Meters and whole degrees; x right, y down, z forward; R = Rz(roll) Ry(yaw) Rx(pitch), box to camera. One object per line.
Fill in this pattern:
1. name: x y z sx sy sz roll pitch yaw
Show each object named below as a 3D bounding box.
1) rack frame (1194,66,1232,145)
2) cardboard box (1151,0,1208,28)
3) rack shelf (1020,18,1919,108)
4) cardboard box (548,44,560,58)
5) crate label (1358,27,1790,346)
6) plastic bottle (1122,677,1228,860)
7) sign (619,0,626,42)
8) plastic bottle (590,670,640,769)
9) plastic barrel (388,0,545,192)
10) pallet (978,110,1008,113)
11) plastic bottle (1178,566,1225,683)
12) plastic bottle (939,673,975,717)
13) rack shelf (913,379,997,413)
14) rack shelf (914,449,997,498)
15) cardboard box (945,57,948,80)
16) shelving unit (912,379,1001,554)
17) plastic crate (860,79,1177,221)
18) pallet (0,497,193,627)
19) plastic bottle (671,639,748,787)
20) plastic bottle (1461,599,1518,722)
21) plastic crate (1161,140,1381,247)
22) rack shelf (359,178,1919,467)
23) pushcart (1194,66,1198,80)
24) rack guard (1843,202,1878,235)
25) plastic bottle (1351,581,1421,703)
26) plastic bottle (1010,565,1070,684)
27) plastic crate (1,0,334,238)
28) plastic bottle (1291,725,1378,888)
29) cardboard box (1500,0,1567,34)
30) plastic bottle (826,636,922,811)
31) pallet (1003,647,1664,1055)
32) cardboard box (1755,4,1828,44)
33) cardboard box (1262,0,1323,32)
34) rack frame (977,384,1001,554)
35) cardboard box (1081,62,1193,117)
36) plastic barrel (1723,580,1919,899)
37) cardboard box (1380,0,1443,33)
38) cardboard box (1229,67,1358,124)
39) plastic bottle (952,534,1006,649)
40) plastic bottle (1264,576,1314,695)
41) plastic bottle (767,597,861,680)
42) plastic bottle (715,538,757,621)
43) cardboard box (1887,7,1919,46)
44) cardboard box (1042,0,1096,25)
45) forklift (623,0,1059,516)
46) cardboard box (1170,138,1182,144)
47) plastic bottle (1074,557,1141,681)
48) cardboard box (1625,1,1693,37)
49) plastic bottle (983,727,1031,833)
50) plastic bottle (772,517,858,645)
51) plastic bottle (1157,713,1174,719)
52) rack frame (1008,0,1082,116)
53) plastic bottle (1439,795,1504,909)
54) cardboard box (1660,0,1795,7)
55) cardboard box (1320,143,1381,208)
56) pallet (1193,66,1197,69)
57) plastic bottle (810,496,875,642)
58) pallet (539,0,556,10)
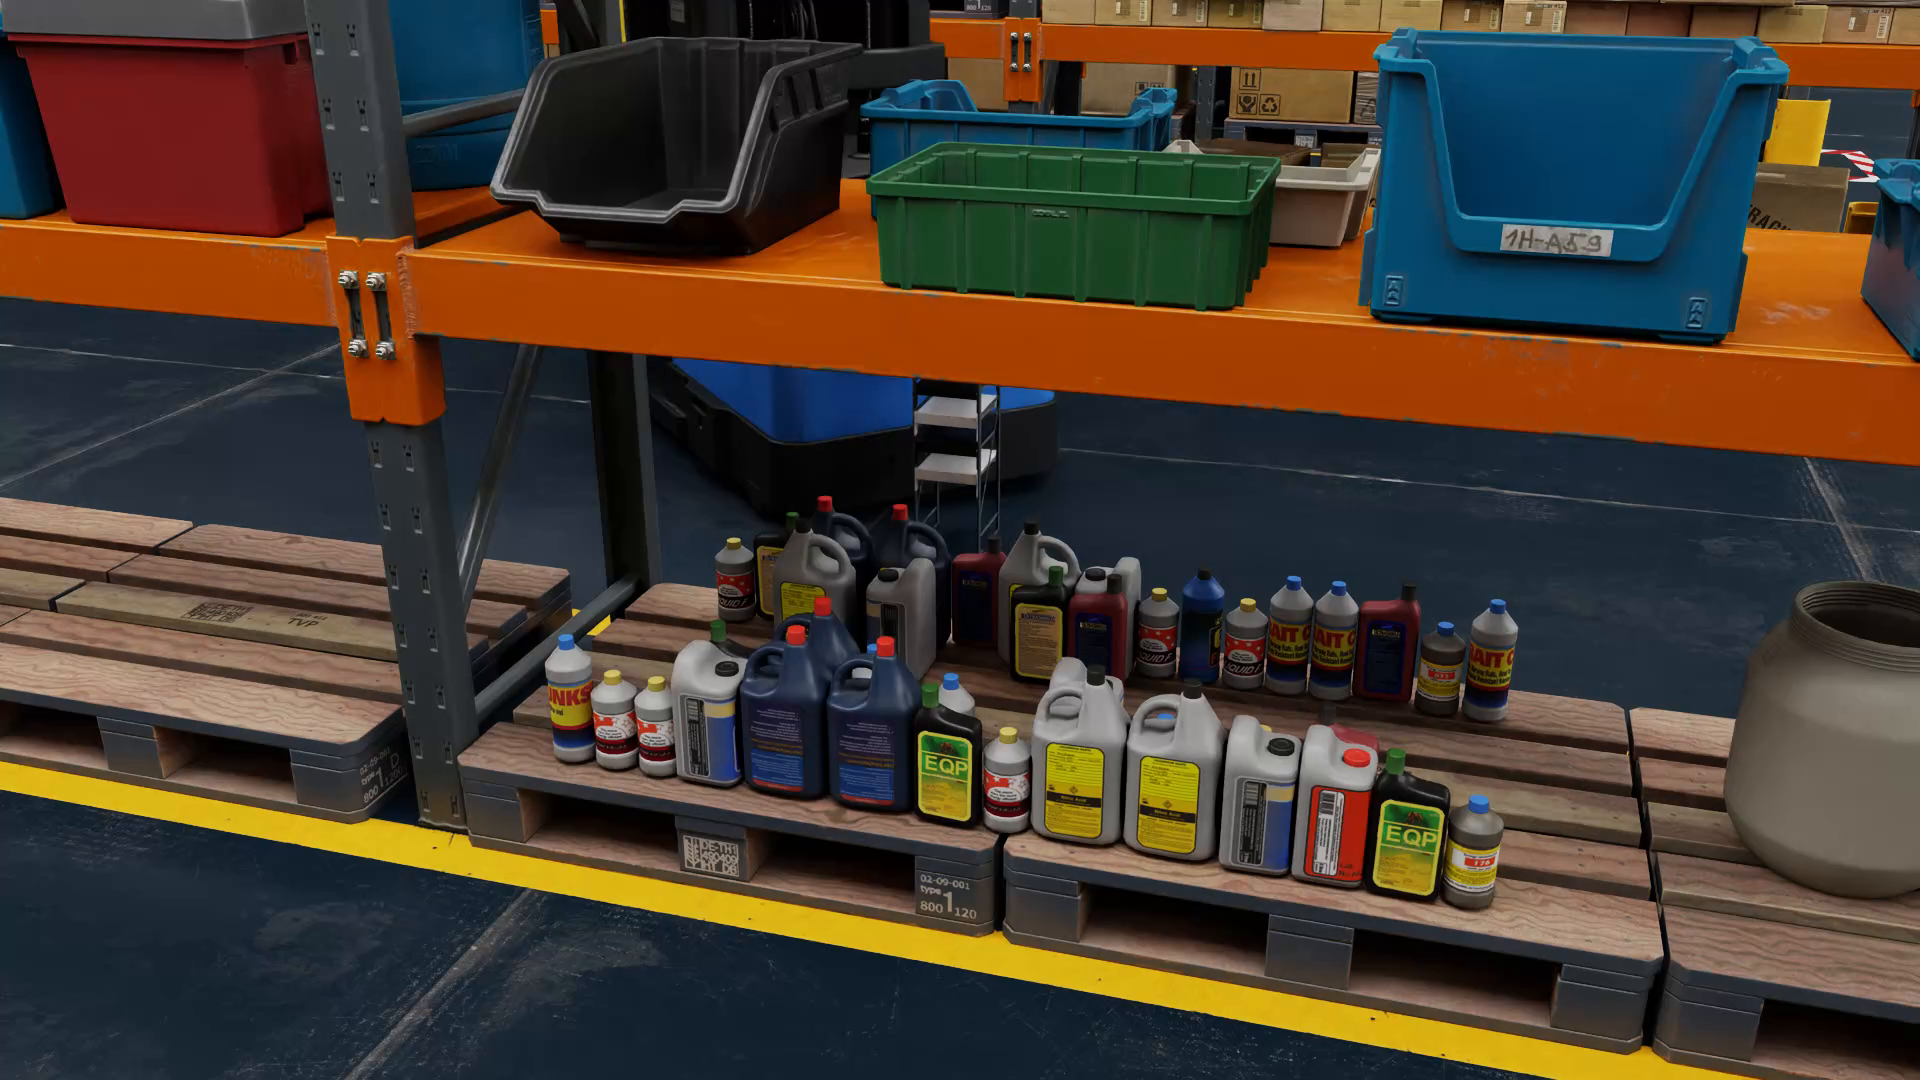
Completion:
1. rack frame: 1.957 -4.515 12.324 0.127 3.000 1.000 7 23 16
2. cardboard box: 1.029 -2.425 7.560 0.250 0.149 0.380 7 23 16
3. rack shelf: 2.342 -2.172 7.559 4.000 0.370 1.077 7 23 16
4. cardboard box: -3.074 -4.026 13.874 0.500 0.500 0.500 8 23 18
5. crate label: 0.986 -0.605 2.747 0.616 0.435 0.502 7 23 16
6. plastic bottle: 0.415 0.425 3.192 0.185 0.351 0.144 8 23 18
7. sign: -0.834 -1.251 4.002 0.005 0.325 0.100 7 23 16
8. plastic bottle: -0.728 0.372 3.517 0.097 0.201 0.097 0 22 0
9. plastic barrel: -1.286 -1.308 3.847 0.708 0.901 0.600 7 23 16
10. pallet: 0.024 -3.415 13.317 1.213 0.211 1.003 7 23 16
11. plastic bottle: 0.562 0.190 3.869 0.097 0.271 0.097 0 22 0
12. plastic bottle: -0.018 0.397 3.365 0.097 0.271 0.097 0 22 0
13. rack shelf: -0.008 -0.470 5.080 0.200 0.077 0.258 7 23 16
14. rack shelf: -0.008 -0.220 5.182 0.200 0.077 0.258 7 23 16
15. cardboard box: -0.478 -3.912 13.267 0.750 0.750 1.050 7 23 16
16. shelving unit: -0.008 -0.417 5.101 0.210 0.900 0.258 7 23 16
17. plastic crate: 0.135 -0.833 3.543 0.616 0.251 0.499 7 23 16
18. pallet: -2.938 0.161 4.599 1.213 0.211 1.003 7 23 16
19. plastic bottle: -0.508 0.352 3.468 0.135 0.276 0.152 7 23 17
20. plastic bottle: 1.180 0.261 3.696 0.097 0.271 0.097 0 22 0
21. plastic crate: 0.624 -0.716 3.411 0.437 0.136 0.530 7 23 16
22. rack shelf: 0.911 -0.372 3.172 4.000 0.370 1.077 7 23 16
23. pushcart: 2.679 -4.277 15.200 0.936 0.377 1.648 -1 22 -3
24. rack guard: 4.184 -1.137 7.383 0.348 0.500 1.175 7 23 16
25. plastic bottle: 0.969 0.224 3.770 0.133 0.283 0.061 7 23 16
26. plastic bottle: 0.184 0.192 3.850 0.133 0.283 0.061 7 23 16
27. plastic crate: -1.555 -0.896 3.416 0.583 0.464 0.402 7 23 16
28. plastic bottle: 0.708 0.491 3.129 0.135 0.276 0.152 7 23 16
29. cardboard box: 2.458 -2.251 7.137 0.250 0.149 0.380 7 23 16
30. plastic bottle: -0.170 0.358 3.356 0.185 0.351 0.144 6 23 13
31. pallet: 0.799 0.588 3.559 1.213 0.211 1.003 7 23 16
32. cardboard box: 3.431 -2.161 6.918 0.250 0.149 0.380 7 23 16
33. cardboard box: 1.499 -2.359 7.399 0.250 0.149 0.380 7 23 16
34. rack frame: 0.090 -0.406 5.074 0.006 0.900 0.240 7 23 16
35. cardboard box: 1.336 -3.703 12.757 0.750 0.750 1.050 6 23 15
36. plastic barrel: 1.694 0.372 3.136 0.421 0.512 0.421 0 22 0
37. cardboard box: 1.986 -2.315 7.292 0.250 0.149 0.380 7 23 16
38. cardboard box: 2.539 -3.632 12.417 0.875 0.875 0.875 7 23 16
39. plastic bottle: 0.048 0.119 4.027 0.133 0.283 0.061 8 24 19
40. plastic bottle: 0.756 0.213 3.814 0.097 0.271 0.097 0 22 0
41. plastic bottle: -0.309 0.285 3.534 0.185 0.351 0.144 7 23 16
42. plastic bottle: -0.566 0.094 4.197 0.097 0.201 0.097 0 22 0
43. cardboard box: 3.924 -2.125 6.829 0.250 0.149 0.380 7 23 16
44. cardboard box: 0.546 -2.475 7.681 0.250 0.149 0.380 7 23 16
45. forklift: -0.798 -1.952 6.166 1.130 2.935 3.031 -11 25 -26
46. cardboard box: 0.799 -1.703 8.210 0.500 0.500 0.500 6 23 14
47. plastic bottle: 0.344 0.174 3.902 0.135 0.276 0.152 7 23 16
48. cardboard box: 2.969 -2.237 7.102 0.250 0.149 0.380 7 23 16
49. plastic bottle: 0.094 0.467 3.288 0.097 0.201 0.097 0 22 0
50. plastic bottle: -0.345 0.116 3.945 0.185 0.351 0.144 7 23 16
51. plastic bottle: 0.408 0.445 3.339 0.097 0.201 0.097 0 22 0
52. rack frame: 0.427 -2.724 7.957 0.127 3.000 1.000 7 23 16
53. plastic bottle: 0.941 0.564 3.051 0.097 0.201 0.097 0 22 0
54. cardboard box: 3.225 -2.550 7.012 0.500 0.500 0.875 7 23 16
55. cardboard box: 1.966 -1.603 7.967 0.500 0.500 0.500 4 23 11
56. pallet: 2.544 -5.119 17.471 1.213 0.211 1.003 7 23 16
57. plastic bottle: -0.304 0.064 4.073 0.185 0.351 0.144 6 23 14
58. pallet: -1.495 -2.871 8.570 1.213 0.211 1.003 7 23 16
